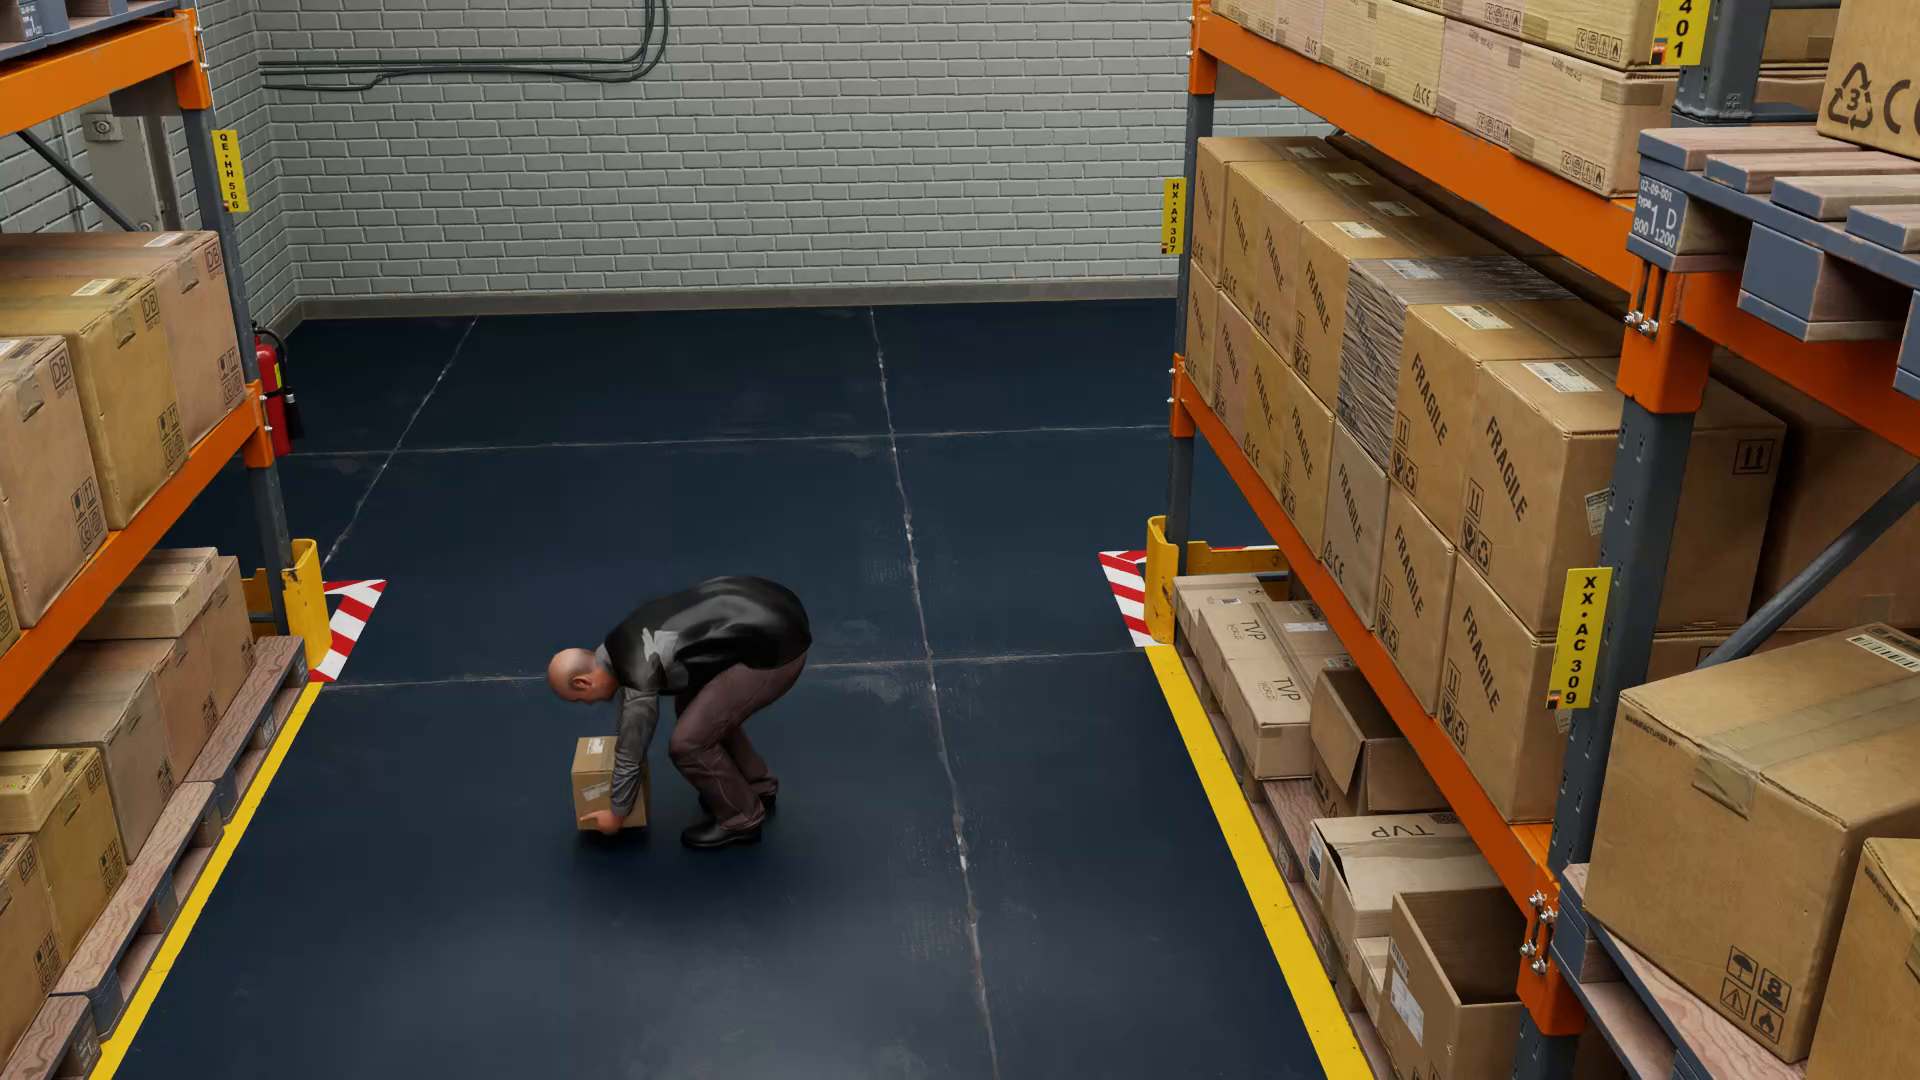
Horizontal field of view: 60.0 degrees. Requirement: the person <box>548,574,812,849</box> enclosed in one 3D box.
[{"bbox_3d":[-1.010,0.623,6.102,0.946,1.001,0.492,-3,24,-8],"label":"person"}]
